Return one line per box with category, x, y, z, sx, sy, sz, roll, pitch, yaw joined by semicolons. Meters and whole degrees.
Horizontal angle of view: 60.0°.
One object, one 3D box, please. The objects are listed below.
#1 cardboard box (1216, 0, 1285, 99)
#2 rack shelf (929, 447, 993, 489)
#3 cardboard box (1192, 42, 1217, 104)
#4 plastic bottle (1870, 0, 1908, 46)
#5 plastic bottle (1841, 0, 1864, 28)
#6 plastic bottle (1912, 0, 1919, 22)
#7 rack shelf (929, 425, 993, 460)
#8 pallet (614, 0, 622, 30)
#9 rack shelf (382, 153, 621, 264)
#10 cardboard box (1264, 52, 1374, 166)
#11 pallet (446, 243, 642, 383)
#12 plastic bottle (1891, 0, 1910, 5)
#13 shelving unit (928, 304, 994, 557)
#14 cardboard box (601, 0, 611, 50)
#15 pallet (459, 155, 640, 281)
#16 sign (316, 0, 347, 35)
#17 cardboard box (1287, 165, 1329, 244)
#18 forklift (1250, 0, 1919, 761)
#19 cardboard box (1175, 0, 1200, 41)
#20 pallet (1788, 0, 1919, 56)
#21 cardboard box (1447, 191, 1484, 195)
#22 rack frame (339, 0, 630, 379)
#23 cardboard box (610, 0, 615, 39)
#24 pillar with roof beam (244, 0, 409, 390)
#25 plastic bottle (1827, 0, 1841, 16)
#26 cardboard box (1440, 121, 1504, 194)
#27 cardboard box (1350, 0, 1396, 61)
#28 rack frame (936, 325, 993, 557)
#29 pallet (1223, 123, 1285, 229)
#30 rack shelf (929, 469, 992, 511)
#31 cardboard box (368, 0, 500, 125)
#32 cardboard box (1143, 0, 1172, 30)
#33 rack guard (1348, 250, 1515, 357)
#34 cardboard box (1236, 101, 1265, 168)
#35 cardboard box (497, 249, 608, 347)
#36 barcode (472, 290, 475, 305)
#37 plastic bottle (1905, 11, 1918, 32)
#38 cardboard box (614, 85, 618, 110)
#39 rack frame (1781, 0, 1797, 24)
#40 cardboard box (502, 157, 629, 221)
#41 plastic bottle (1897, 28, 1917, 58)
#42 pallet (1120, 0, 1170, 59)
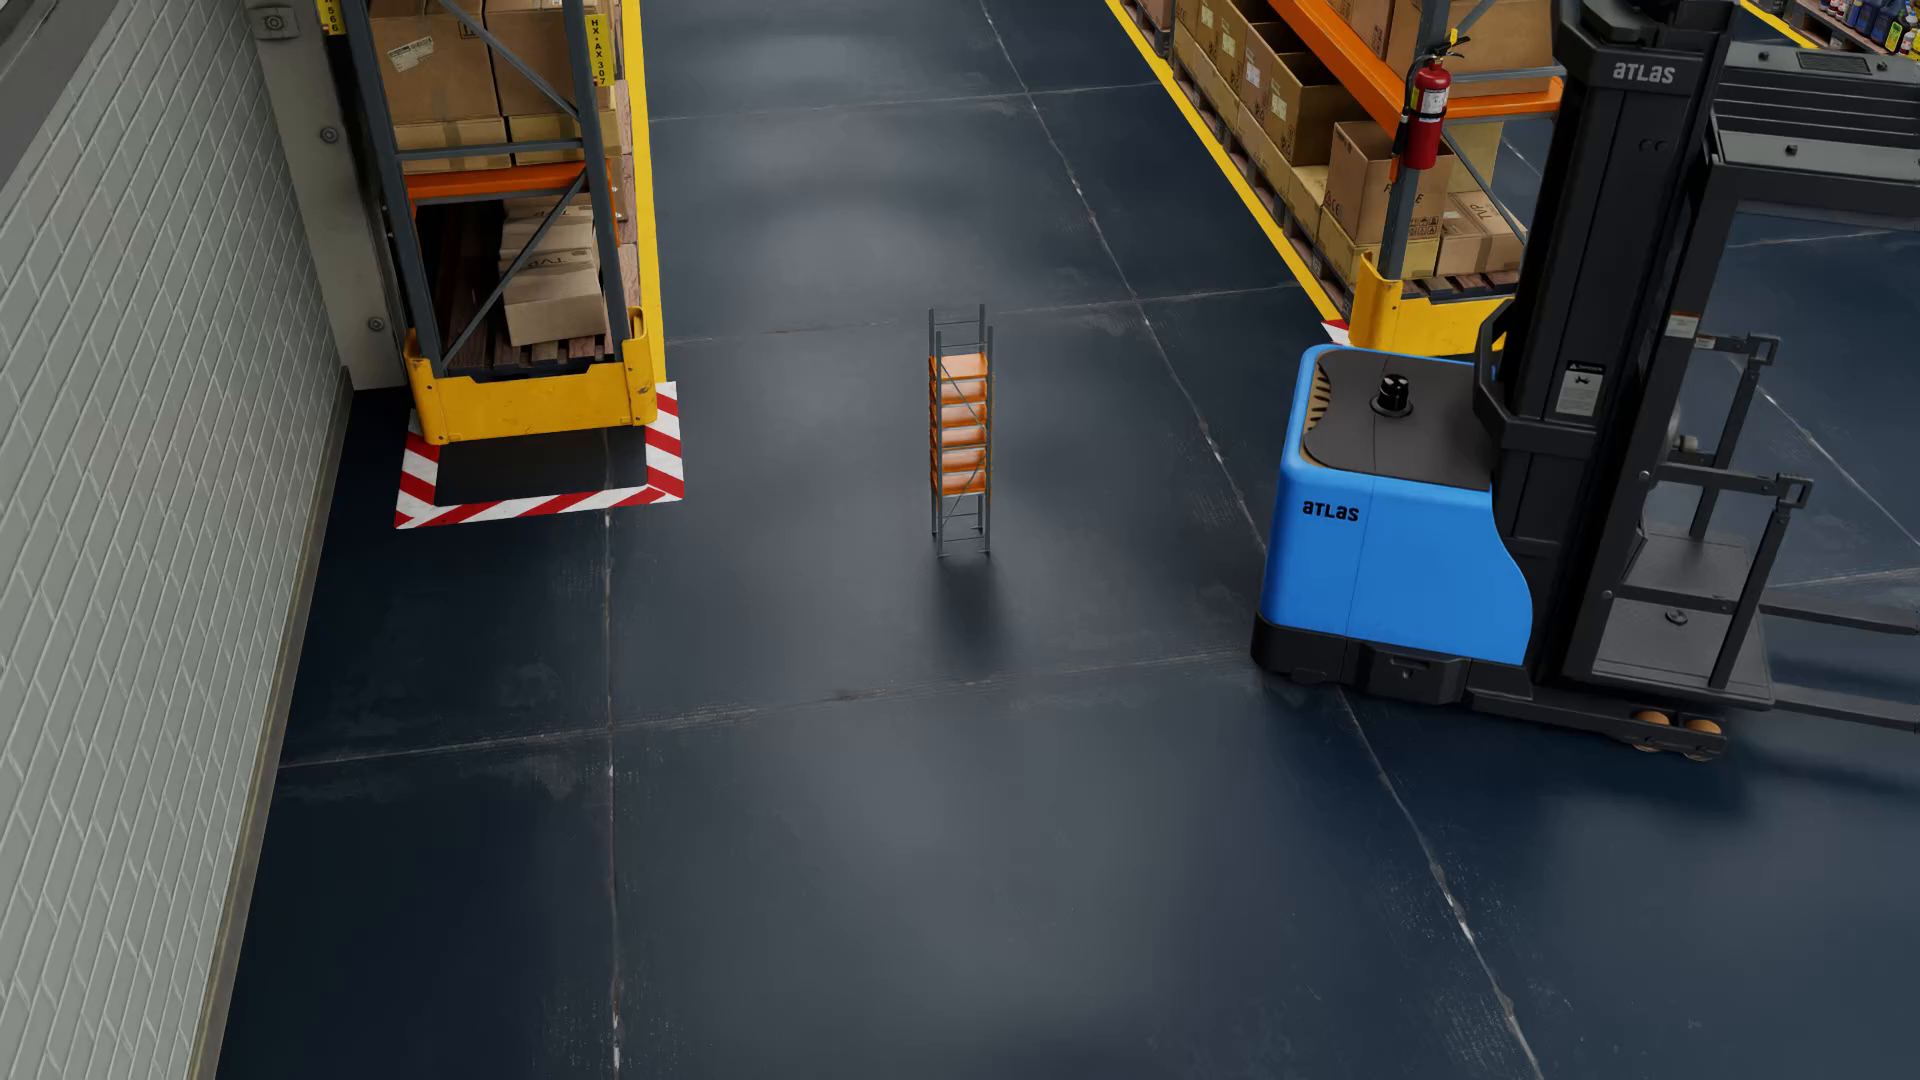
cardboard box;1.983;-3.186;10.694;0.500;0.500;0.500;-6;38;-8
rack shelf;0.003;-0.335;7.472;0.258;0.103;0.180;-6;38;-8
cardboard box;1.900;-3.193;11.314;0.500;0.250;0.500;-6;38;-8
plastic bottle;6.678;-3.740;11.920;0.144;0.351;0.185;-8;39;-10
plastic bottle;6.620;-3.925;12.218;0.152;0.276;0.135;-5;38;-6
plastic bottle;7.167;-4.013;12.271;0.144;0.351;0.185;-6;38;-8
rack shelf;0.003;-0.430;7.398;0.258;0.103;0.180;-6;38;-8
pallet;-3.197;-4.300;13.113;1.003;0.211;1.213;-6;38;-8
rack shelf;-2.491;-2.701;9.368;1.077;0.370;4.000;-6;38;-8
cardboard box;2.159;-2.582;9.917;0.500;0.500;0.500;-6;38;-8
pallet;-2.261;-1.216;9.143;1.003;0.211;1.213;-6;38;-8
plastic bottle;6.787;-3.870;12.086;0.144;0.351;0.185;-6;38;-8
shelving unit;0.003;-0.465;7.371;0.258;1.200;0.189;-6;38;-8
cardboard box;-2.005;-2.642;8.201;0.500;0.500;0.500;-6;38;-8
pallet;-2.472;-1.952;10.090;1.003;0.211;1.213;-6;38;-8
sign;-2.690;-2.311;7.079;0.100;0.325;0.005;-6;38;-8
cardboard box;2.251;-1.985;9.759;0.500;0.250;0.500;-6;38;-8
forklift;2.799;-0.642;6.188;3.031;2.935;1.130;9;39;12
cardboard box;1.808;-3.790;11.472;0.500;0.500;0.500;-6;38;-8
pallet;6.989;-3.747;12.401;1.003;0.211;1.213;-6;38;-8
cardboard box;2.770;-2.041;9.832;0.500;0.250;0.500;-6;38;-8
rack frame;-2.141;-1.777;7.592;1.000;3.000;0.127;-6;38;-8
cardboard box;-2.188;-2.981;9.247;0.500;0.250;0.500;-6;38;-8
pillar with roof beam;1.123;-4.939;6.772;9.100;9.000;0.400;-6;38;-8
plastic bottle;6.554;-4.026;12.410;0.097;0.201;0.097;0;38;0
cardboard box;2.771;-2.338;9.602;0.500;0.500;0.500;-6;38;-8
cardboard box;2.570;-2.952;9.023;0.700;0.500;0.500;-5;38;-7
rack frame;0.019;-0.410;7.300;0.240;1.200;0.006;-6;38;-8
pallet;2.350;-2.404;10.672;1.003;0.211;1.213;-6;38;-8
rack shelf;0.003;-0.240;7.545;0.258;0.103;0.180;-6;38;-8
cardboard box;-2.432;-2.284;7.739;0.500;0.500;0.500;-7;38;-8
cardboard box;1.676;-4.027;12.388;0.500;0.250;0.500;-7;38;-8
rack guard;2.740;-1.310;9.029;1.175;0.500;0.348;-6;38;-8
cardboard box;2.076;-2.589;10.536;0.500;0.250;0.500;-6;38;-8
cardboard box;-2.173;-1.316;8.833;0.500;0.311;0.500;-10;39;-13
barcode;-2.570;-1.288;8.789;0.001;0.075;0.075;-6;38;-8
plastic bottle;6.741;-3.624;11.835;0.097;0.271;0.097;0;38;0
cardboard box;-2.019;-2.367;8.457;0.500;0.250;0.500;-7;38;-9
rack frame;6.912;-5.259;12.074;1.000;3.000;0.127;-6;38;-8
cardboard box;-2.353;-2.184;9.795;0.700;0.500;0.500;-9;39;-11
plastic bottle;6.704;-3.508;11.742;0.097;0.201;0.097;0;38;0
pallet;1.867;-4.068;12.814;1.003;0.211;1.213;-6;38;-8
